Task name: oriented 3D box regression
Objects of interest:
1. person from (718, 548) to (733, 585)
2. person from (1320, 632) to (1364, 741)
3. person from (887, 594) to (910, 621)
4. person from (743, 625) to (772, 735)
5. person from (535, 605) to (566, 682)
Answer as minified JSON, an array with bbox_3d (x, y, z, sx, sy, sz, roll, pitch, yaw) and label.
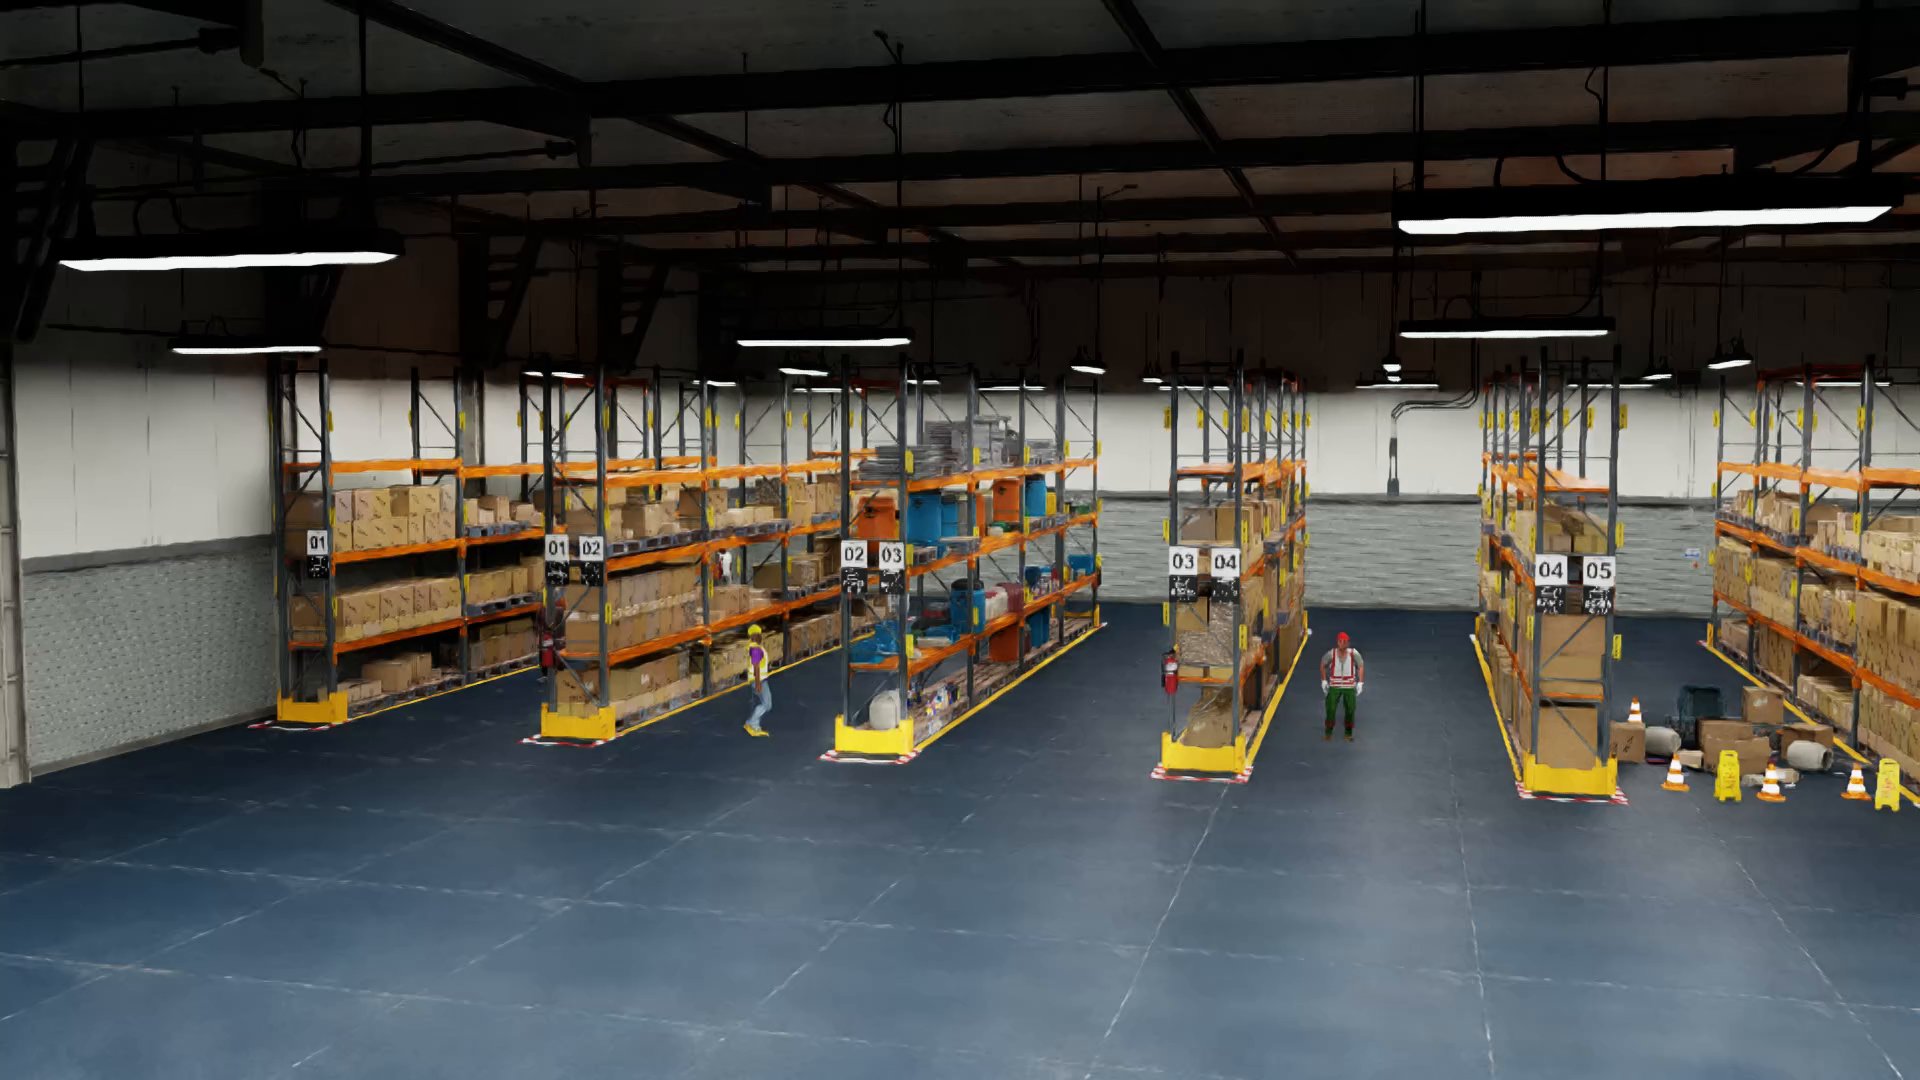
[{"bbox_3d":[-6.301,0.909,44.548,0.740,1.755,0.567,-3,5,-37],"label":"person"},{"bbox_3d":[5.940,2.280,25.885,0.677,1.742,0.552,1,4,14],"label":"person"},{"bbox_3d":[-1.420,1.466,37.869,0.495,1.589,1.086,1,4,17],"label":"person"},{"bbox_3d":[-3.226,2.230,26.341,0.456,1.752,0.607,-1,4,-15],"label":"person"},{"bbox_3d":[-7.755,1.866,31.648,0.729,1.733,0.546,1,4,14],"label":"person"}]
